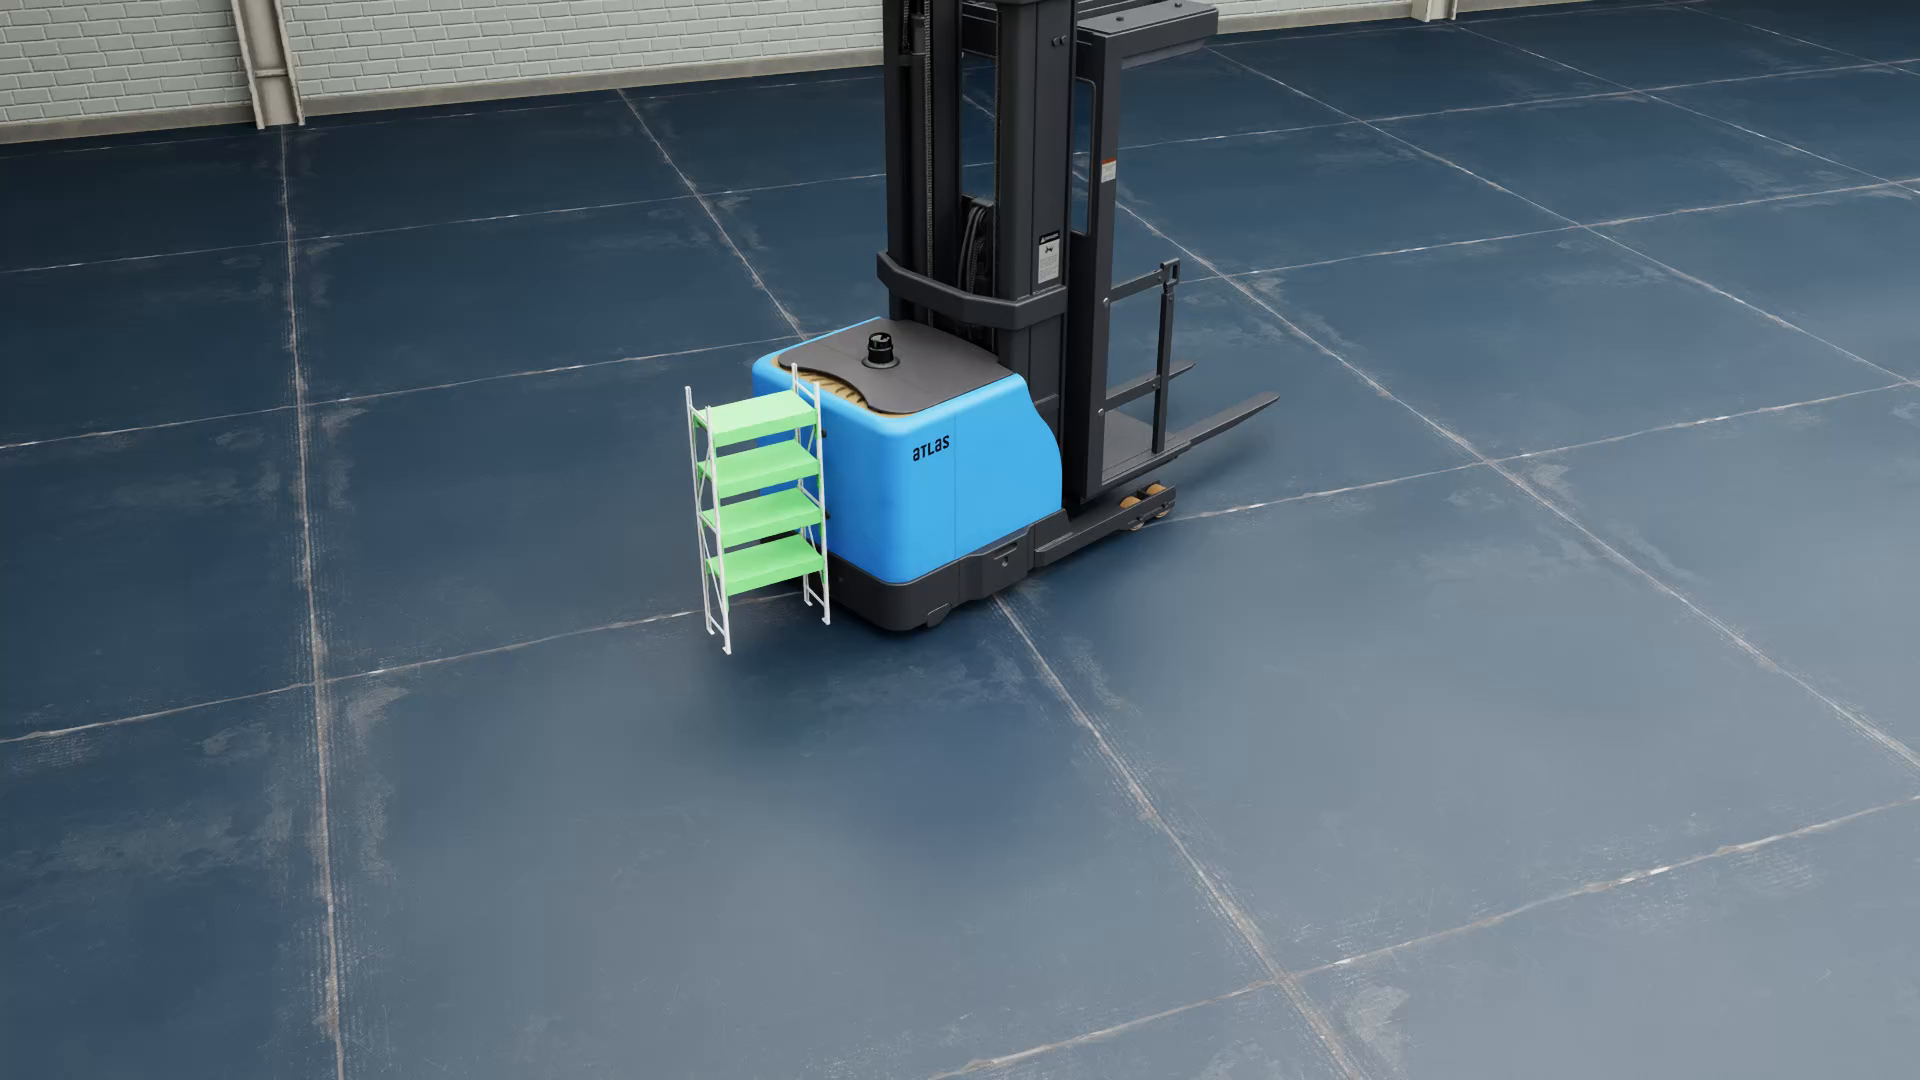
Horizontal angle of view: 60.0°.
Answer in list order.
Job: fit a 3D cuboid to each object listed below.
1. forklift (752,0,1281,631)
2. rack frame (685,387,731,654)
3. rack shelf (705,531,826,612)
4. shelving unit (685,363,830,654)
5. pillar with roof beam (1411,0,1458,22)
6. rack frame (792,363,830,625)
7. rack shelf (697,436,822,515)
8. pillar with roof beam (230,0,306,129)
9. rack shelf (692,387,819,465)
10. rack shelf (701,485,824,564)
[{"bbox_3d":[0.455,-1.488,7.901,3.031,2.935,1.130,-25,38,-37],"label":"forklift"},{"bbox_3d":[-1.082,-0.067,7.156,0.015,1.200,0.240,-16,33,-26],"label":"rack frame"},{"bbox_3d":[-0.870,0.137,7.412,0.480,0.148,0.258,-16,33,-26],"label":"rack shelf"},{"bbox_3d":[-0.870,-0.127,7.262,0.503,1.200,0.258,-16,33,-26],"label":"shelving unit"},{"bbox_3d":[6.726,-7.689,12.655,0.400,9.000,9.100,-10,31,-18],"label":"pillar with roof beam"},{"bbox_3d":[-0.659,-0.188,7.368,0.015,1.200,0.240,-16,33,-26],"label":"rack frame"},{"bbox_3d":[-0.870,-0.280,7.174,0.480,0.148,0.258,-16,33,-26],"label":"rack shelf"},{"bbox_3d":[-4.521,-5.618,9.020,0.400,9.000,9.100,-10,31,-18],"label":"pillar with roof beam"},{"bbox_3d":[-0.870,-0.489,7.056,0.480,0.148,0.258,-16,33,-26],"label":"rack shelf"},{"bbox_3d":[-0.870,-0.072,7.293,0.480,0.148,0.258,-16,33,-26],"label":"rack shelf"}]
